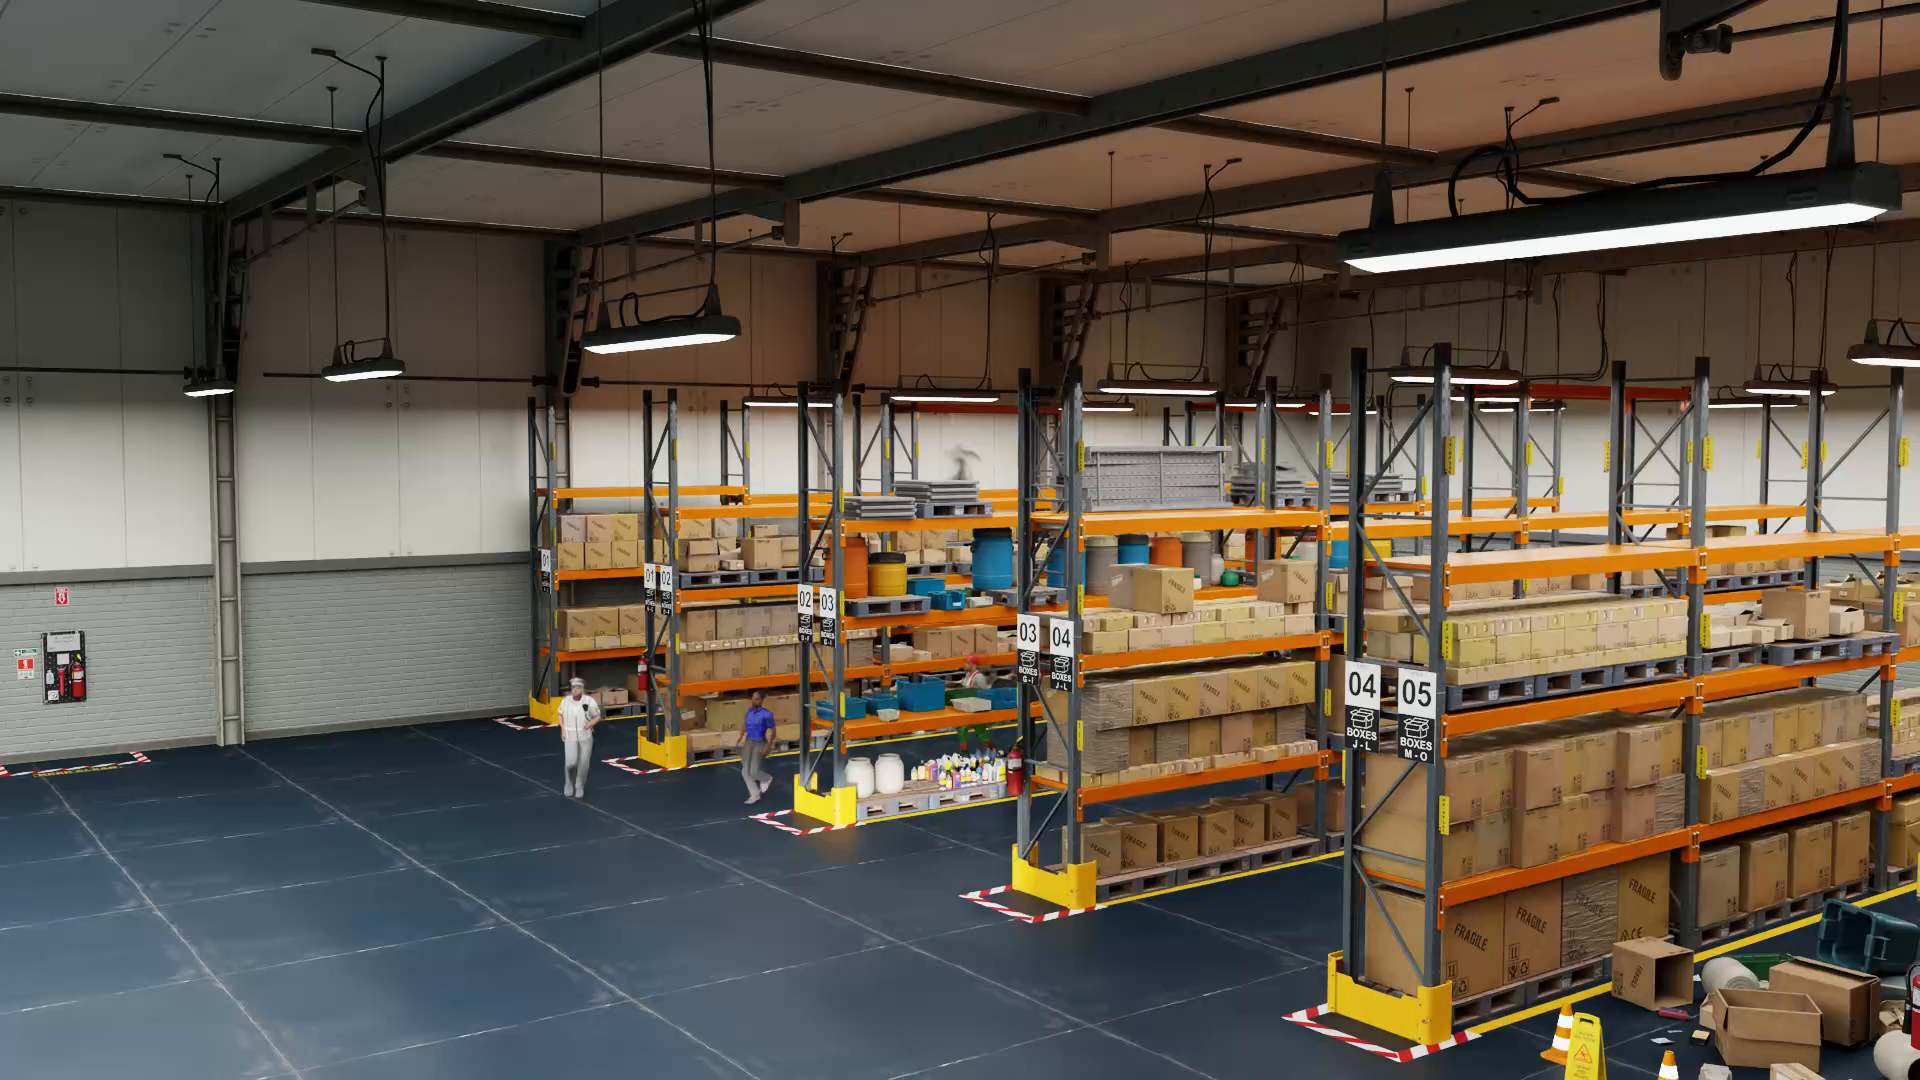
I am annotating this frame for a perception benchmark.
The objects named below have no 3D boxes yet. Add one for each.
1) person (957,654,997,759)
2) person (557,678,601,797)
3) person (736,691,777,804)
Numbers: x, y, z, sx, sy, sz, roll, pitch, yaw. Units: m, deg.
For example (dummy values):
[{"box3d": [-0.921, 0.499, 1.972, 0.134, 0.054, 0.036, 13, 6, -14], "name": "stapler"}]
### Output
[{"box3d": [0.264, 2.722, 26.257, 0.845, 1.839, 0.623, -2, 4, -34], "name": "person"}, {"box3d": [-5.518, 2.864, 24.063, 0.639, 1.760, 0.624, -1, 3, -9], "name": "person"}, {"box3d": [-2.887, 2.967, 23.867, 0.594, 1.620, 0.571, 2, 4, 30], "name": "person"}]
